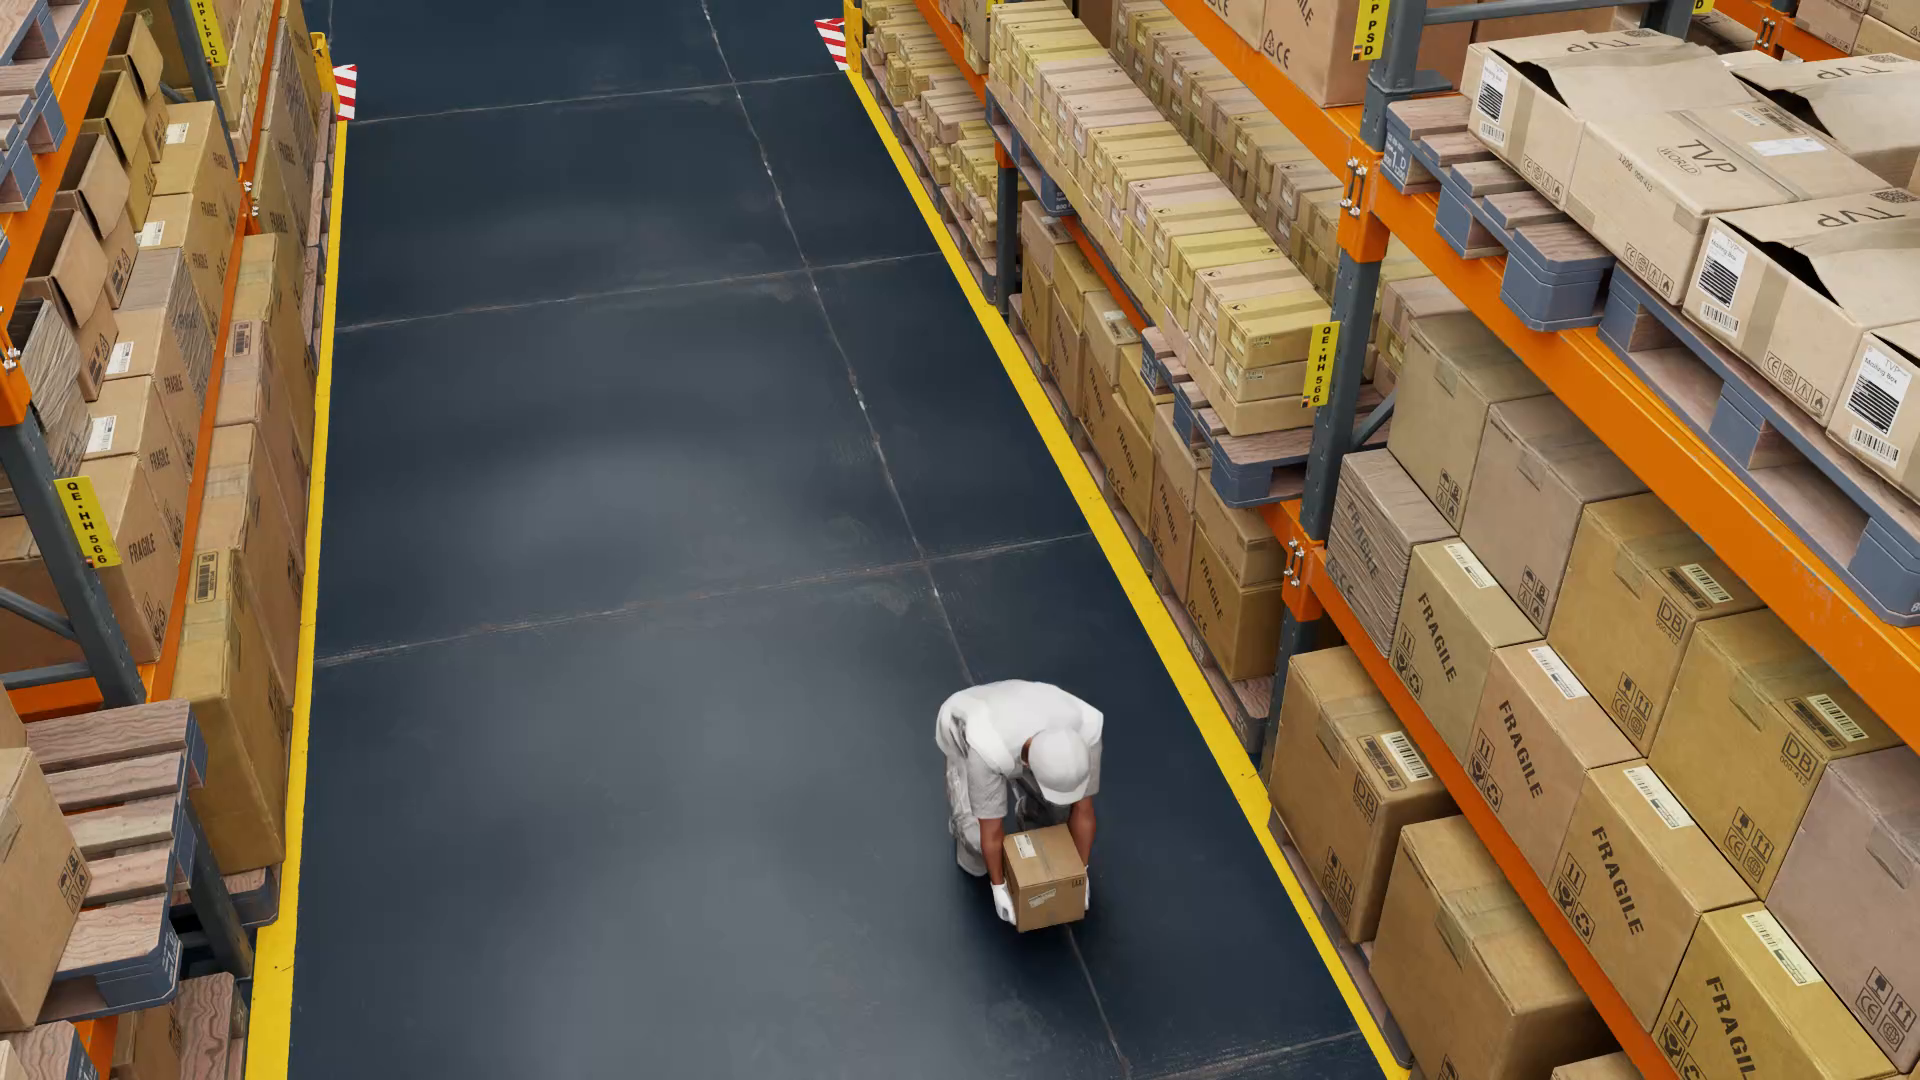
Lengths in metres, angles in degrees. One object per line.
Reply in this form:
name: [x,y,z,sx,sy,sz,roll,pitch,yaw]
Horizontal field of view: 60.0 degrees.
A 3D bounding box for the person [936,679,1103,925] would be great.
person: [0.235,0.886,6.200,0.559,1.005,0.914,-10,39,-13]
